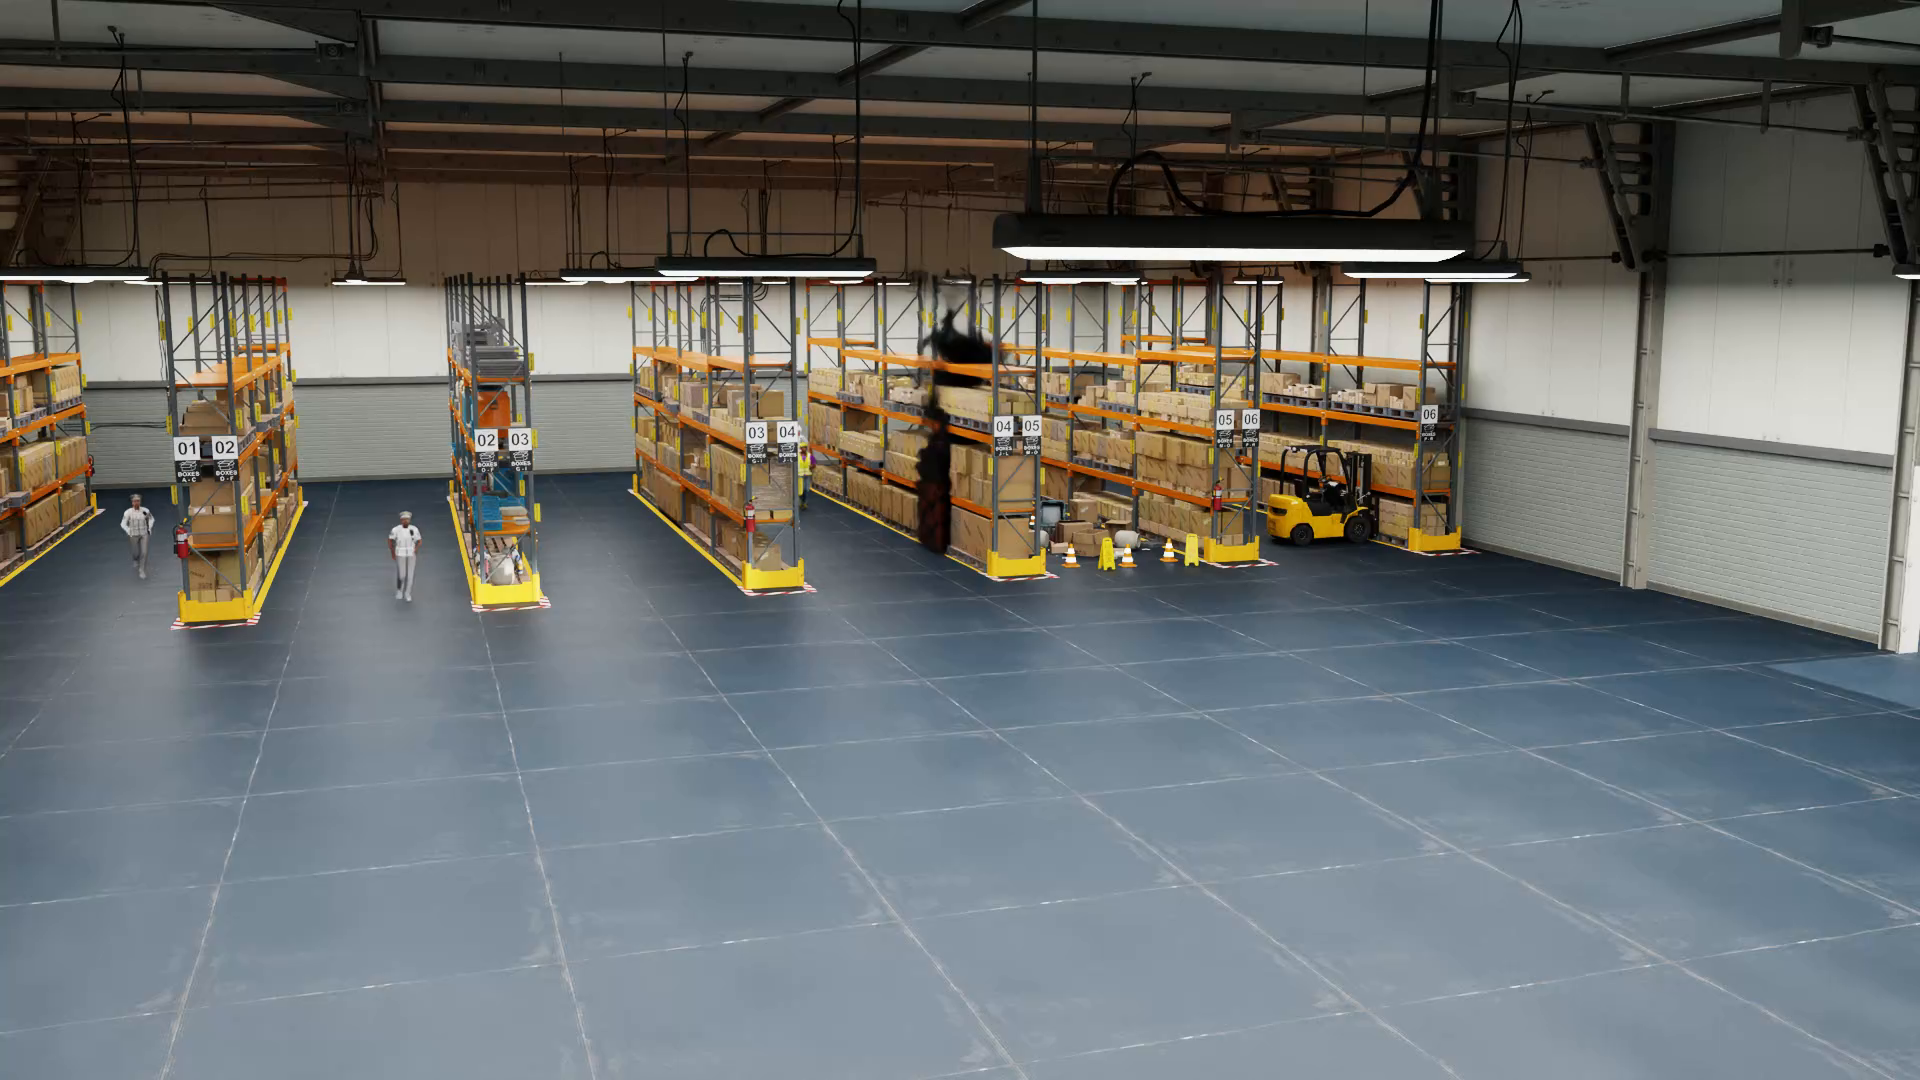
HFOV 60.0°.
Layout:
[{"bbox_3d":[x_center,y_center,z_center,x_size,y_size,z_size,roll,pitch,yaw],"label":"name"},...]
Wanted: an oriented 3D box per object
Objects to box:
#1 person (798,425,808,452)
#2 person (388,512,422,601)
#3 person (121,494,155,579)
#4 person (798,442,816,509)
[{"bbox_3d":[-4.851,-2.559,49.363,0.626,1.714,0.678,-5,10,-28],"label":"person"},{"bbox_3d":[-10.185,0.302,30.600,0.584,1.652,0.586,-4,10,-26],"label":"person"},{"bbox_3d":[-16.414,-0.091,33.258,0.617,1.682,0.725,-5,10,-31],"label":"person"},{"bbox_3d":[-4.072,-1.681,43.337,0.687,1.732,0.668,-3,9,-19],"label":"person"}]
